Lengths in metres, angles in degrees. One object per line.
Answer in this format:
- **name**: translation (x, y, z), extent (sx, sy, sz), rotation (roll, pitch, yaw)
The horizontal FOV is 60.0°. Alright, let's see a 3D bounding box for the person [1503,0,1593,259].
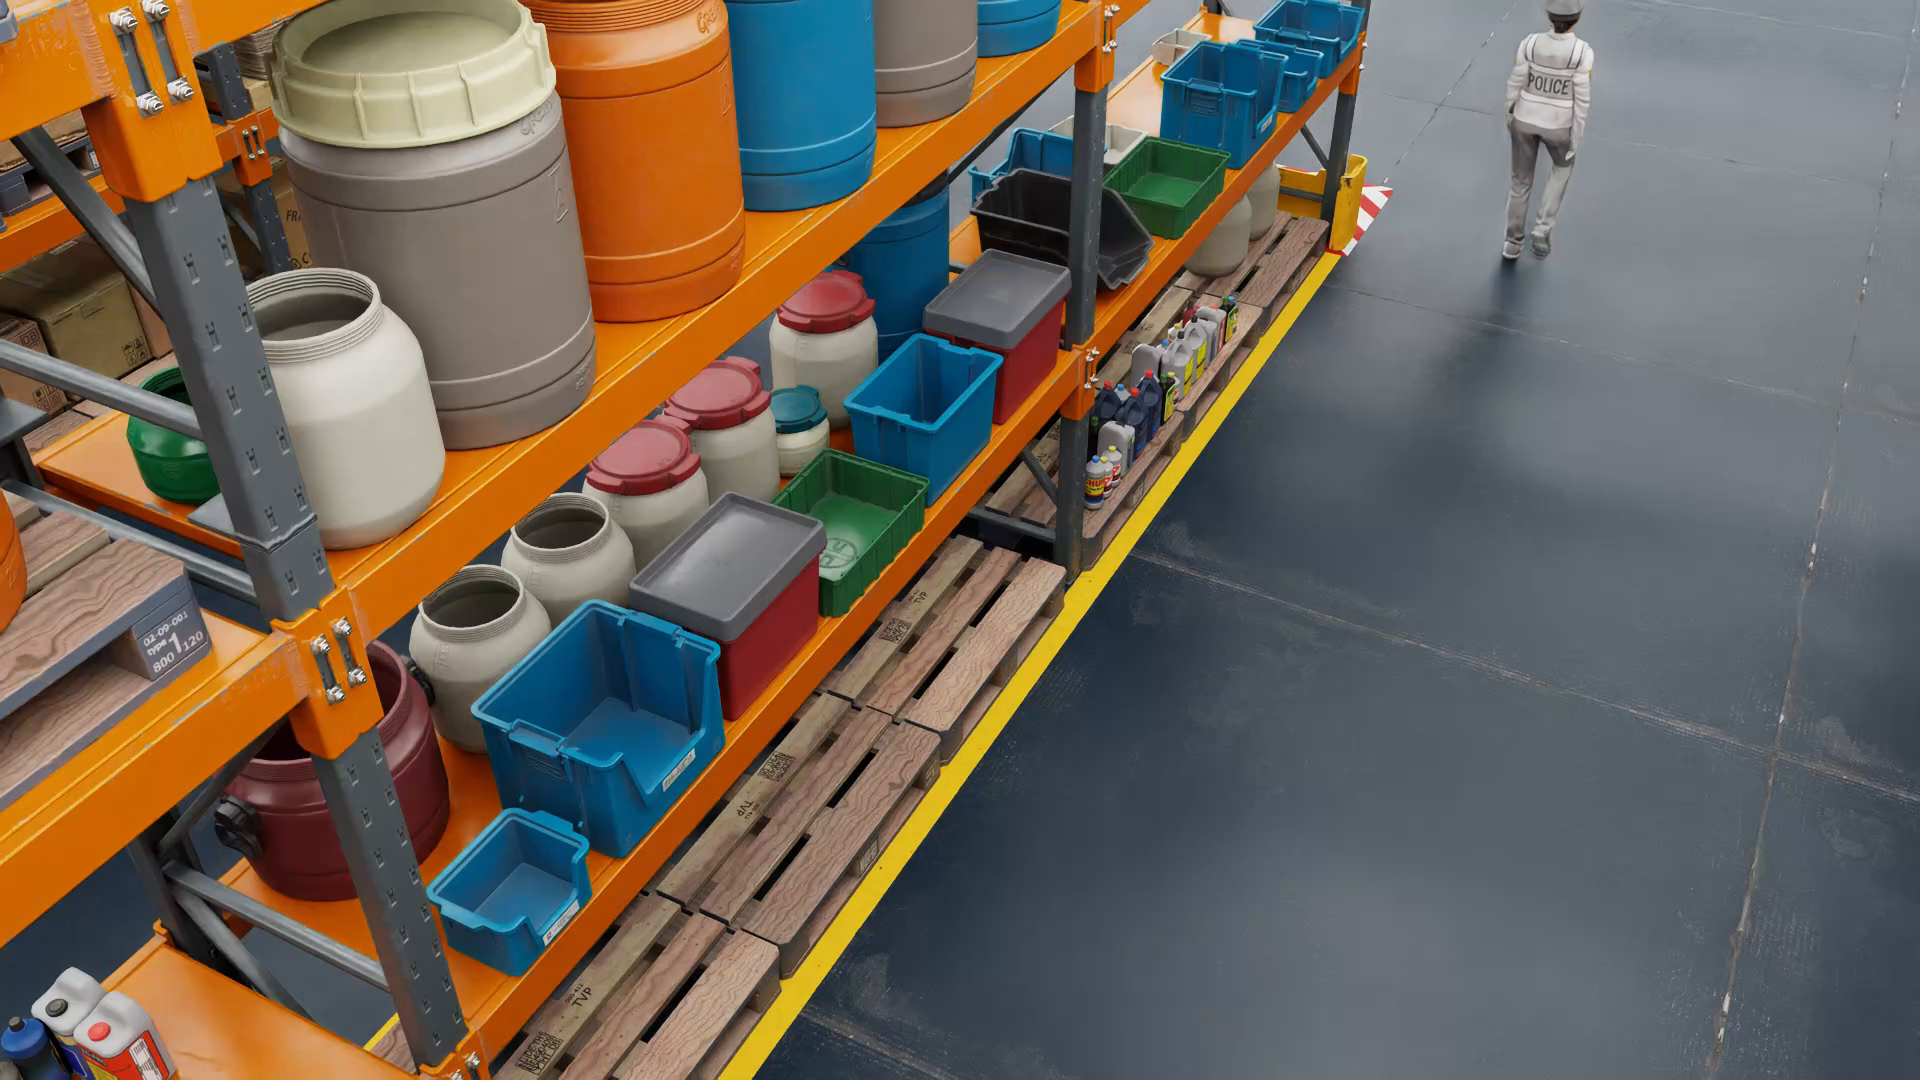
- **person**: translation (3.491, -2.493, 9.967), extent (0.498, 1.712, 0.469), rotation (17, 41, 20)
